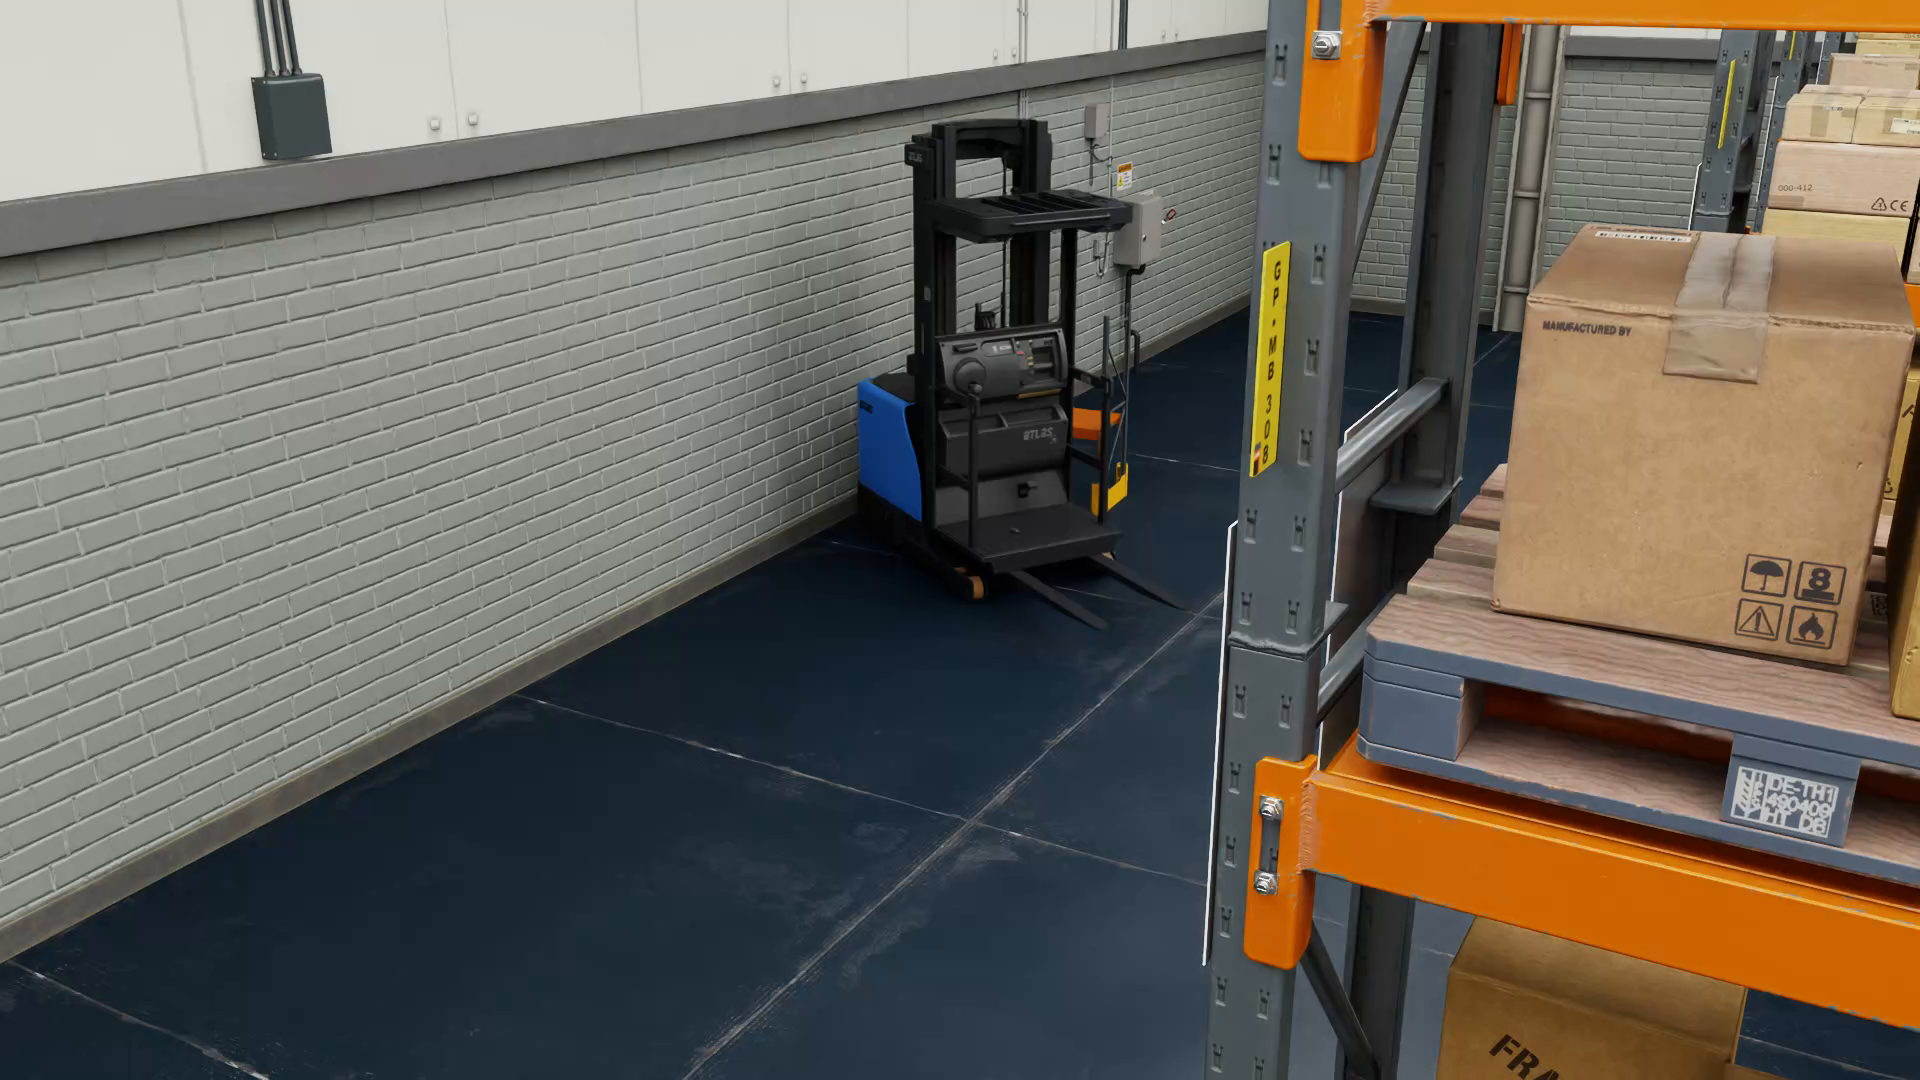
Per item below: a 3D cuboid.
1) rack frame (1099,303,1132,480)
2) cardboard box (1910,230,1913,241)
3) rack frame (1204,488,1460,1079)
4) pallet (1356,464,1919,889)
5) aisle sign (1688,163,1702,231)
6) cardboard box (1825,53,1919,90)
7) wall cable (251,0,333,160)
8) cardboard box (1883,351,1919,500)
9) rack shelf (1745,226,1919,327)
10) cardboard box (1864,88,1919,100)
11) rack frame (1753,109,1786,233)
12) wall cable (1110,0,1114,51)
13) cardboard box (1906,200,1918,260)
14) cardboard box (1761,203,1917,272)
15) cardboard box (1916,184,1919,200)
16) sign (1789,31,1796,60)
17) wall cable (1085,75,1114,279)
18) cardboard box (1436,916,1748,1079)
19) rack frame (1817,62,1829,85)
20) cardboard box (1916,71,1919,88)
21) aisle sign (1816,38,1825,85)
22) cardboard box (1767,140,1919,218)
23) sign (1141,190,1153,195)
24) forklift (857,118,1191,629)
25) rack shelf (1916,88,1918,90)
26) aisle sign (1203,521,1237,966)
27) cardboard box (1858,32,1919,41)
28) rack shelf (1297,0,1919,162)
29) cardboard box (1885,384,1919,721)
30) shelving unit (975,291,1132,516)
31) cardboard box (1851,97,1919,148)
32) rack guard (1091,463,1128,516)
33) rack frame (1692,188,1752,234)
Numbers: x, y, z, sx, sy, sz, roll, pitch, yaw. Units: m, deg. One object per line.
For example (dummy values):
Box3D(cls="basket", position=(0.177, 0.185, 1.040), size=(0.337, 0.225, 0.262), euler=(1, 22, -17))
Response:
Box3D(cls="rack frame", position=(1.148, -0.969, 12.336), size=(0.032, 1.500, 0.500), euler=(9, 22, 24))
Box3D(cls="cardboard box", position=(6.287, -1.781, 10.764), size=(0.500, 0.500, 0.500), euler=(10, 22, 26))
Box3D(cls="rack frame", position=(0.719, 1.437, 3.504), size=(0.127, 3.000, 1.000), euler=(11, 23, 27))
Box3D(cls="pallet", position=(1.372, 0.189, 2.676), size=(1.213, 0.211, 1.003), euler=(11, 23, 27))
Box3D(cls="aisle sign", position=(3.016, -1.167, 6.872), size=(0.004, 0.787, 0.394), euler=(11, 23, 27))
Box3D(cls="cardboard box", position=(5.989, -3.049, 10.930), size=(0.500, 0.250, 0.500), euler=(9, 22, 22))
Box3D(cls="wall cable", position=(-2.537, -4.862, 7.353), size=(0.120, 5.999, 2.277), euler=(11, 23, 27))
Box3D(cls="cardboard box", position=(3.932, -0.444, 6.640), size=(0.500, 0.500, 0.500), euler=(12, 23, 29))
Box3D(cls="rack shelf", position=(4.972, -0.762, 6.222), size=(4.000, 0.370, 1.077), euler=(11, 23, 27))
Box3D(cls="cardboard box", position=(3.838, -1.753, 6.802), size=(0.250, 0.149, 0.380), euler=(11, 23, 28))
Box3D(cls="rack frame", position=(5.552, -1.513, 11.637), size=(0.127, 3.000, 1.000), euler=(11, 23, 27))
Box3D(cls="wall cable", position=(0.818, -5.419, 13.606), size=(0.029, 3.000, 2.355), euler=(11, 23, 27))
Box3D(cls="cardboard box", position=(3.752, -1.365, 7.051), size=(0.500, 0.250, 0.500), euler=(10, 22, 26))
Box3D(cls="cardboard box", position=(3.493, -1.211, 6.626), size=(0.500, 0.250, 0.500), euler=(12, 23, 29))
Box3D(cls="cardboard box", position=(3.752, -1.596, 6.954), size=(0.500, 0.250, 0.500), euler=(10, 22, 26))
Box3D(cls="sign", position=(5.276, -3.207, 10.510), size=(0.005, 0.325, 0.100), euler=(11, 23, 27))
Box3D(cls="wall cable", position=(1.299, -3.345, 15.199), size=(0.122, 1.984, 0.588), euler=(11, 23, 27))
Box3D(cls="cardboard box", position=(1.272, 1.018, 3.343), size=(0.500, 0.500, 0.500), euler=(11, 23, 28))
Box3D(cls="rack frame", position=(7.969, -2.991, 15.712), size=(0.127, 3.000, 1.000), euler=(11, 23, 27))
Box3D(cls="cardboard box", position=(8.592, -4.077, 14.676), size=(0.250, 0.149, 0.380), euler=(11, 23, 28))
Box3D(cls="aisle sign", position=(7.767, -4.137, 15.059), size=(0.004, 0.787, 0.394), euler=(11, 23, 27))
Box3D(cls="cardboard box", position=(3.491, -1.445, 6.538), size=(0.500, 0.250, 0.500), euler=(11, 23, 28))
Box3D(cls="sign", position=(1.830, -3.181, 16.376), size=(0.001, 0.494, 0.329), euler=(11, 23, 27))
Box3D(cls="forklift", position=(0.393, -1.156, 10.753), size=(1.130, 2.935, 3.031), euler=(-10, 22, -26))
Box3D(cls="rack shelf", position=(9.715, -3.730, 14.406), size=(4.000, 0.370, 1.077), euler=(11, 23, 27))
Box3D(cls="aisle sign", position=(0.510, 0.293, 2.847), size=(0.004, 0.787, 0.394), euler=(11, 23, 27))
Box3D(cls="cardboard box", position=(8.234, -4.557, 14.681), size=(0.500, 0.250, 0.500), euler=(11, 22, 27))
Box3D(cls="rack shelf", position=(2.465, -0.524, 1.755), size=(4.000, 0.370, 1.077), euler=(11, 23, 27))
Box3D(cls="cardboard box", position=(1.631, -0.064, 2.335), size=(0.500, 0.500, 0.700), euler=(10, 22, 25))
Box3D(cls="shelving unit", position=(0.681, -1.045, 12.546), size=(1.083, 1.500, 0.587), euler=(9, 22, 24))
Box3D(cls="cardboard box", position=(3.611, -1.615, 6.422), size=(0.250, 0.149, 0.380), euler=(12, 23, 29))
Box3D(cls="rack guard", position=(1.130, -0.384, 12.557), size=(0.087, 0.250, 0.587), euler=(9, 22, 24))
Box3D(cls="rack frame", position=(3.226, -0.022, 7.528), size=(0.127, 3.000, 1.000), euler=(11, 23, 27))
